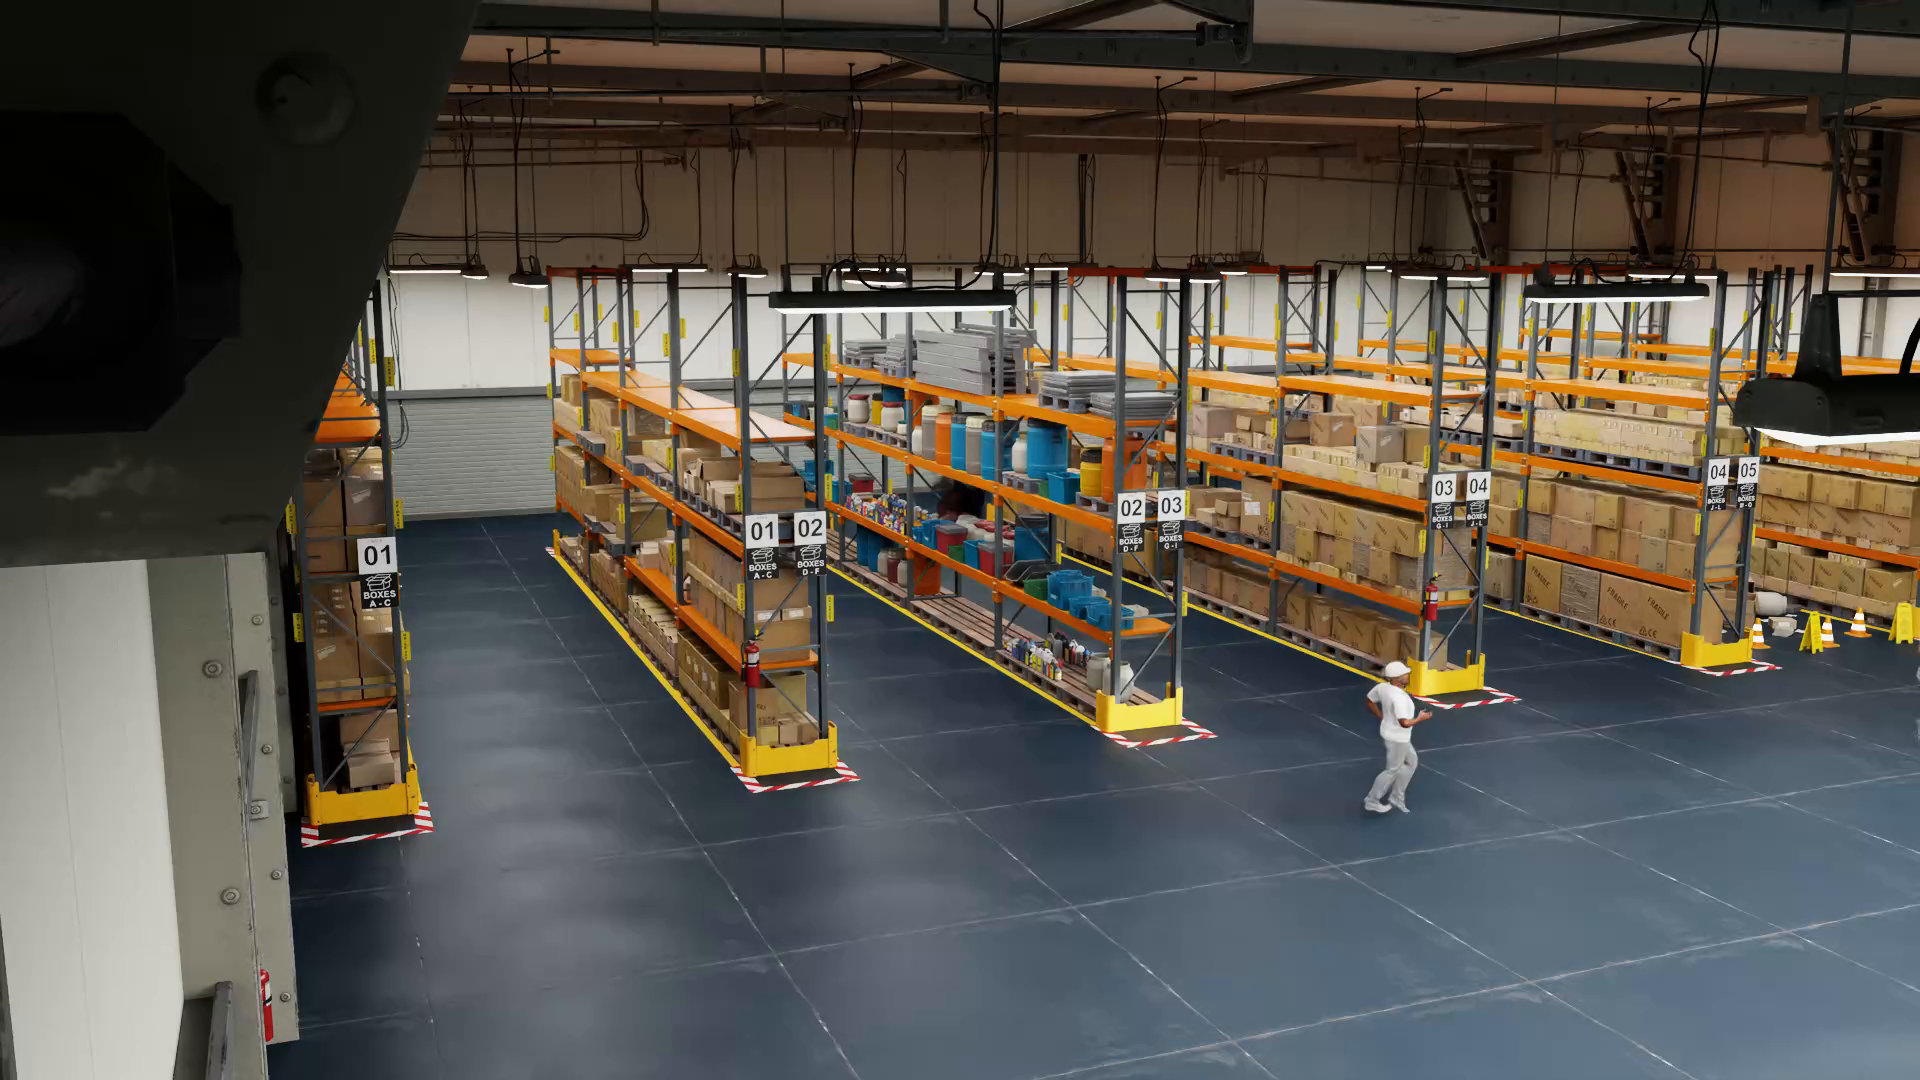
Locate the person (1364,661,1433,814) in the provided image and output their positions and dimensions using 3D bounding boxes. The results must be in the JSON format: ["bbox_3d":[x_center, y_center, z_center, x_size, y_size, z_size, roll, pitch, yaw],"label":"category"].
[{"bbox_3d":[4.923,2.248,18.708,0.700,1.812,0.673,0,10,2],"label":"person"}]

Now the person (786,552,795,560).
[{"bbox_3d":[-2.873,0.127,29.247,0.657,1.737,0.528,-6,12,-33],"label":"person"}]
